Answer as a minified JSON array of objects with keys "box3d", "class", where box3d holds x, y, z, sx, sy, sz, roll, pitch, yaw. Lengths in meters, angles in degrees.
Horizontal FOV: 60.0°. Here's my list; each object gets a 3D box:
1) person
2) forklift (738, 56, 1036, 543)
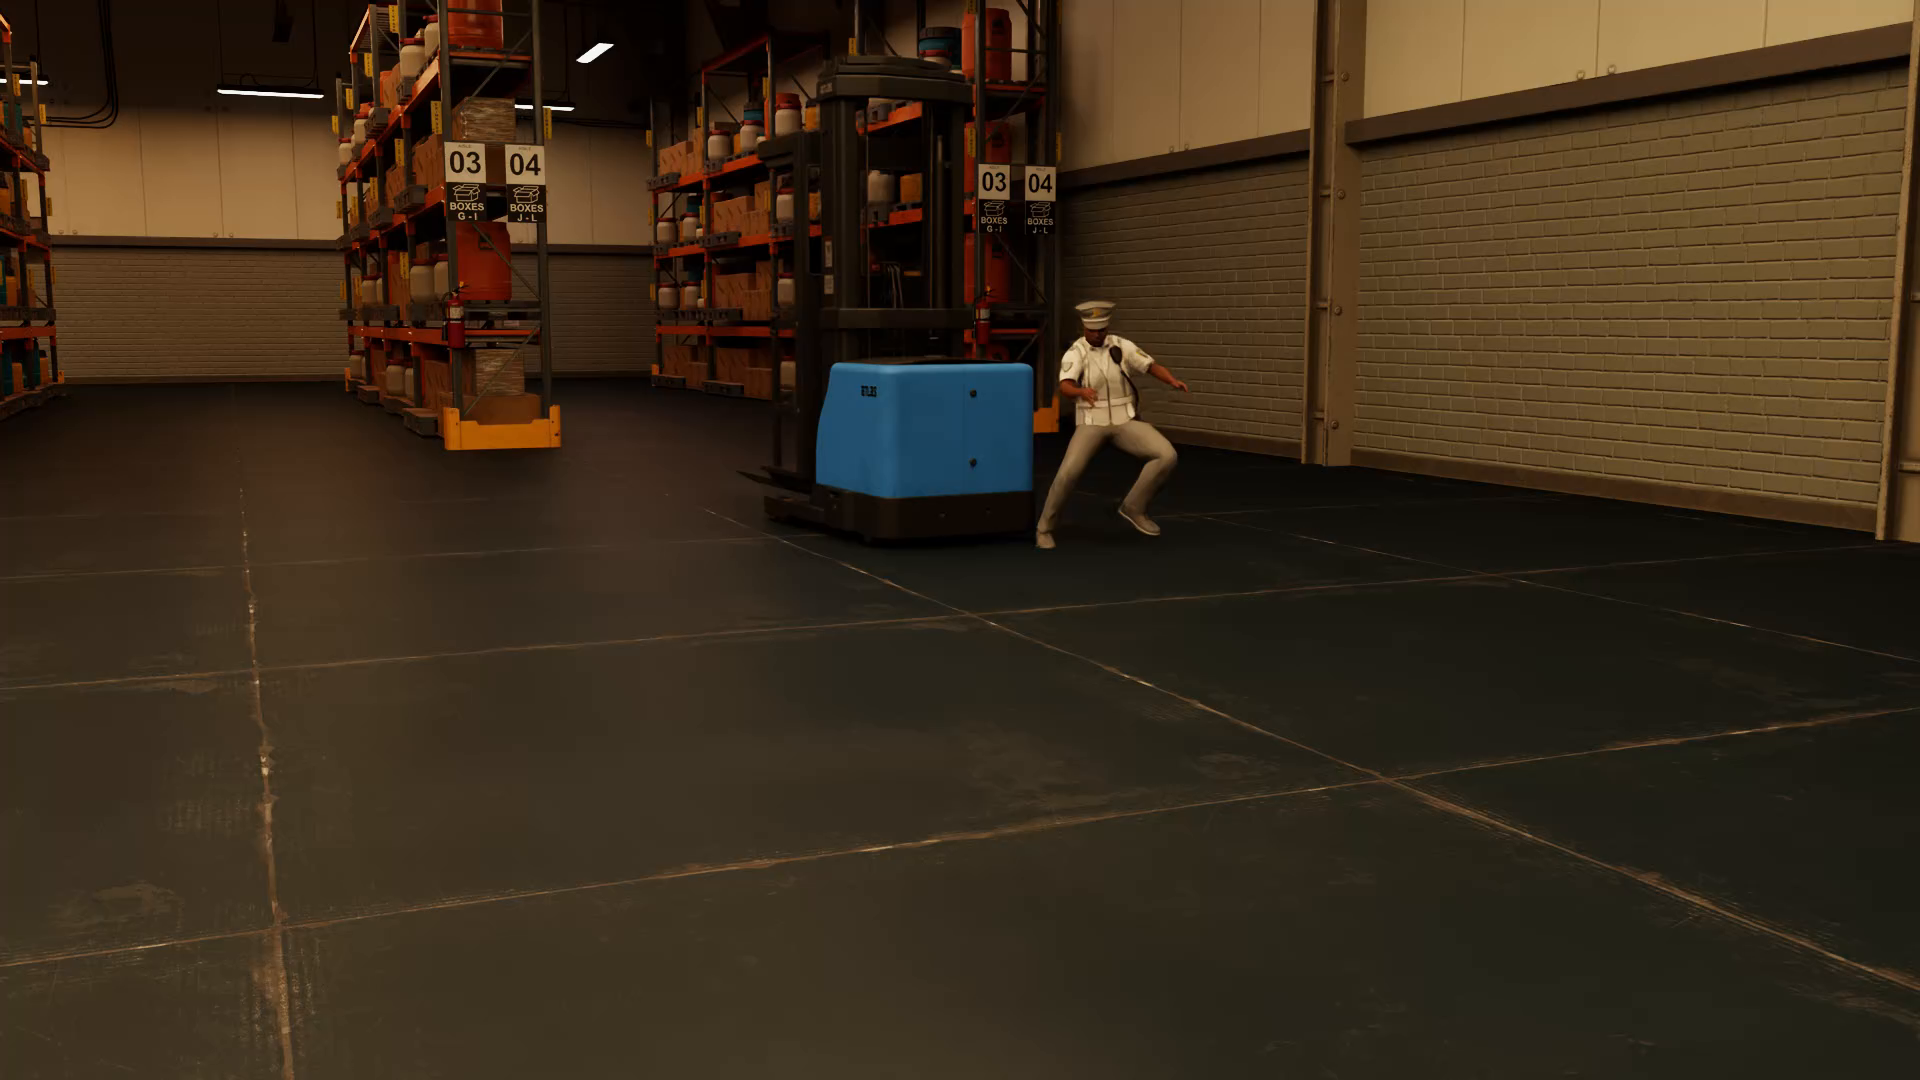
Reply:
[{"box3d":[0.883,-0.677,9.859,0.880,1.476,0.744,-1,8,-7],"class":"person"},{"box3d":[-0.661,-1.588,10.988,1.130,2.935,3.031,-4,8,-27],"class":"forklift"}]
